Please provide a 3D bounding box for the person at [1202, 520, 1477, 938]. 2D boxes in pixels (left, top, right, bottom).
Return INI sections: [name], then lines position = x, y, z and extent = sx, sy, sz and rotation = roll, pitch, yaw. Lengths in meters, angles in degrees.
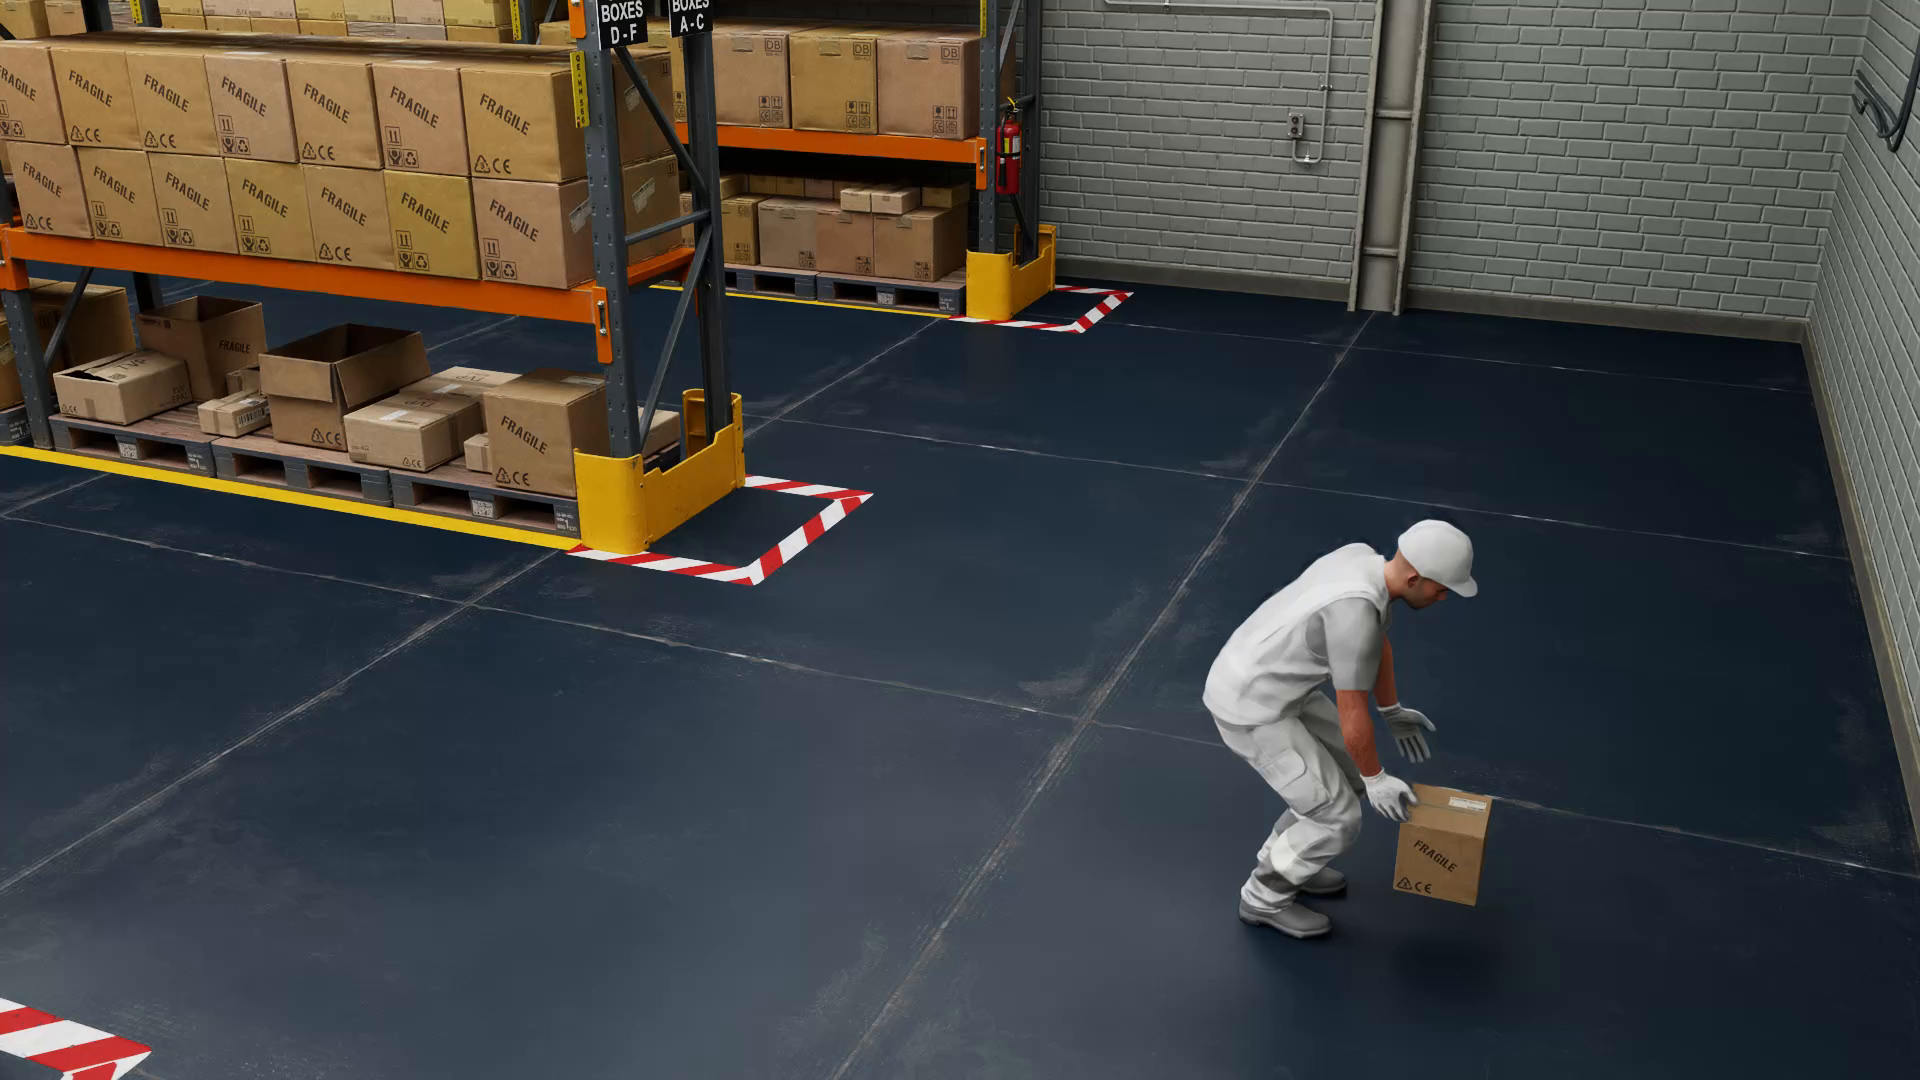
[person]
position = 1.170, 0.551, 5.243
extent = 0.780, 1.384, 0.584
rotation = 9, 24, 20
